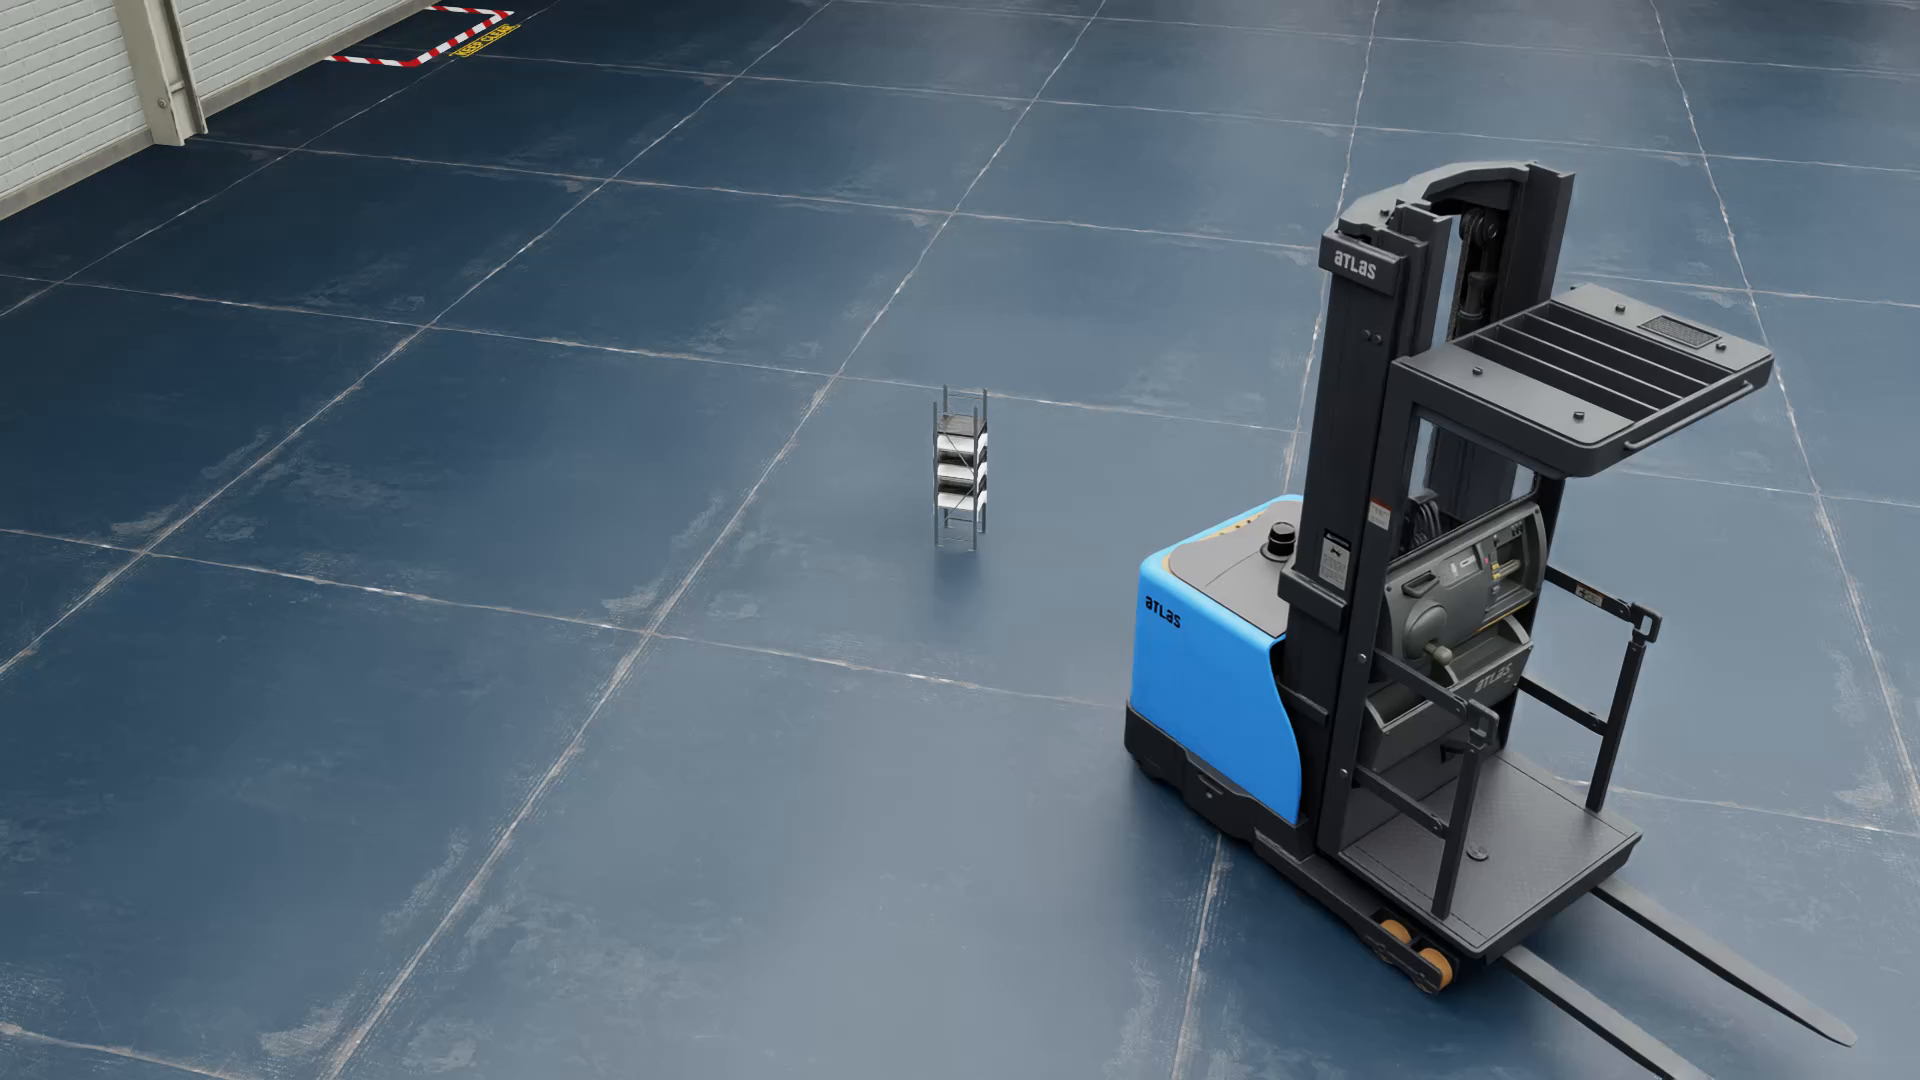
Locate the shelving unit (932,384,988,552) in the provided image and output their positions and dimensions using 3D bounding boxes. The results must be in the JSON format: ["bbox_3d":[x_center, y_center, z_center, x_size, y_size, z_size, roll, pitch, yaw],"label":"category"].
[{"bbox_3d":[0.002,-0.384,9.015,0.258,0.900,0.210,8,33,12],"label":"shelving unit"}]

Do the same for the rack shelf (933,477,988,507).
[{"bbox_3d":[0.002,-0.280,9.081,0.258,0.077,0.200,8,33,12],"label":"rack shelf"}]

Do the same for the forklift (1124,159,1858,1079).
[{"bbox_3d":[2.053,0.221,6.171,1.130,2.935,3.031,-23,39,-31],"label":"forklift"}]

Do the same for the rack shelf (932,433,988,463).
[{"bbox_3d":[0.002,-0.508,8.937,0.258,0.077,0.200,8,33,12],"label":"rack shelf"}]

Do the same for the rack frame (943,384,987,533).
[{"bbox_3d":[0.028,-0.437,9.098,0.240,0.900,0.006,8,33,12],"label":"rack frame"}]

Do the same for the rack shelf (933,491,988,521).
[{"bbox_3d":[0.002,-0.204,9.130,0.258,0.077,0.200,8,33,12],"label":"rack shelf"}]

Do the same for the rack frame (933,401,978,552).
[{"bbox_3d":[-0.024,-0.331,8.932,0.240,0.900,0.006,8,33,12],"label":"rack frame"}]

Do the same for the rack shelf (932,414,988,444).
[{"bbox_3d":[0.002,-0.584,8.888,0.258,0.077,0.200,8,33,12],"label":"rack shelf"}]

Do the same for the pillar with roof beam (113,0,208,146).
[{"bbox_3d":[-2.841,-6.825,11.599,9.100,9.000,0.400,8,33,12],"label":"pillar with roof beam"}]

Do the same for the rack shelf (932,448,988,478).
[{"bbox_3d":[0.002,-0.432,8.985,0.258,0.077,0.200,8,33,12],"label":"rack shelf"}]

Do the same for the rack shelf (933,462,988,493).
[{"bbox_3d":[0.002,-0.356,9.033,0.258,0.077,0.200,8,33,12],"label":"rack shelf"}]
